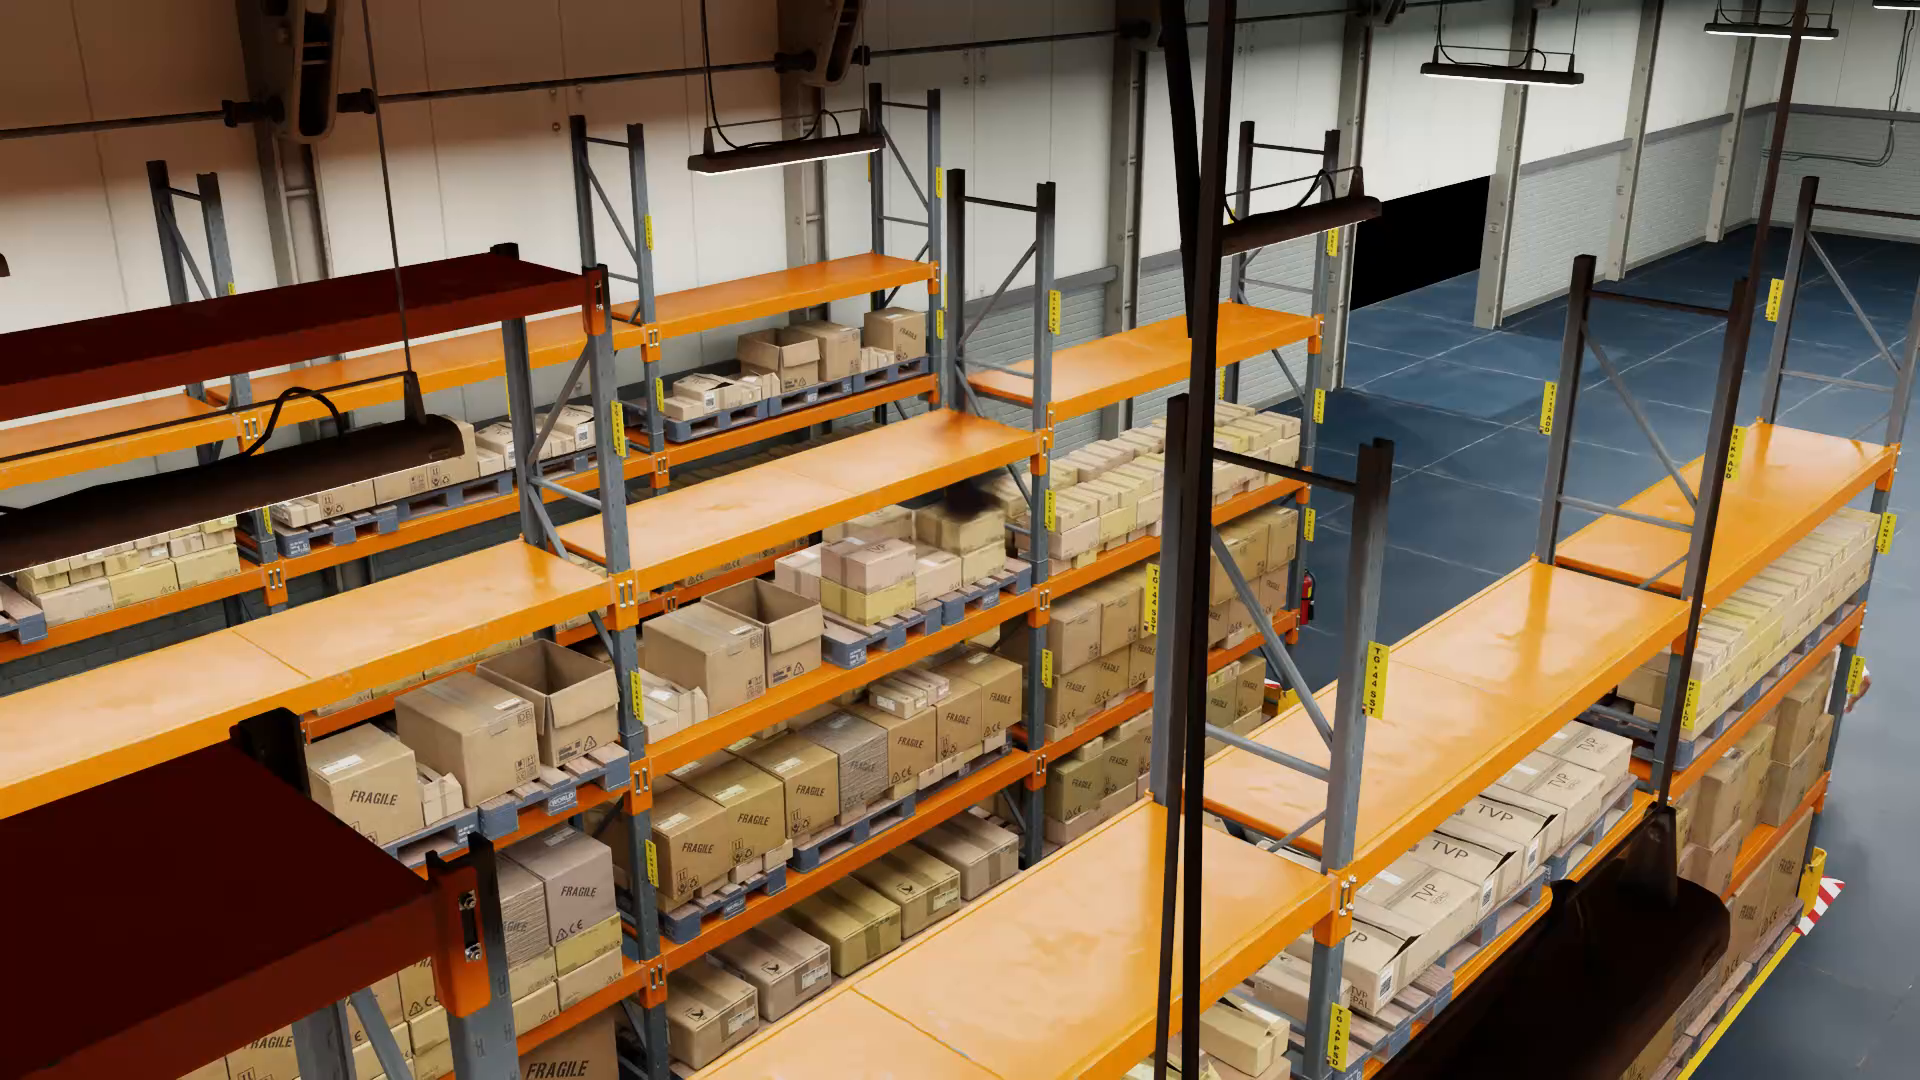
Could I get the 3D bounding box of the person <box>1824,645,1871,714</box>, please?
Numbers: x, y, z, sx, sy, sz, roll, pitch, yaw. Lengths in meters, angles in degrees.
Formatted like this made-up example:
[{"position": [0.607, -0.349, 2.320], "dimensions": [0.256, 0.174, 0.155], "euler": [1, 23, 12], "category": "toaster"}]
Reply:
[{"position": [7.997, 1.586, 15.536], "dimensions": [0.643, 1.854, 0.801], "euler": [1, 21, 2], "category": "person"}]
